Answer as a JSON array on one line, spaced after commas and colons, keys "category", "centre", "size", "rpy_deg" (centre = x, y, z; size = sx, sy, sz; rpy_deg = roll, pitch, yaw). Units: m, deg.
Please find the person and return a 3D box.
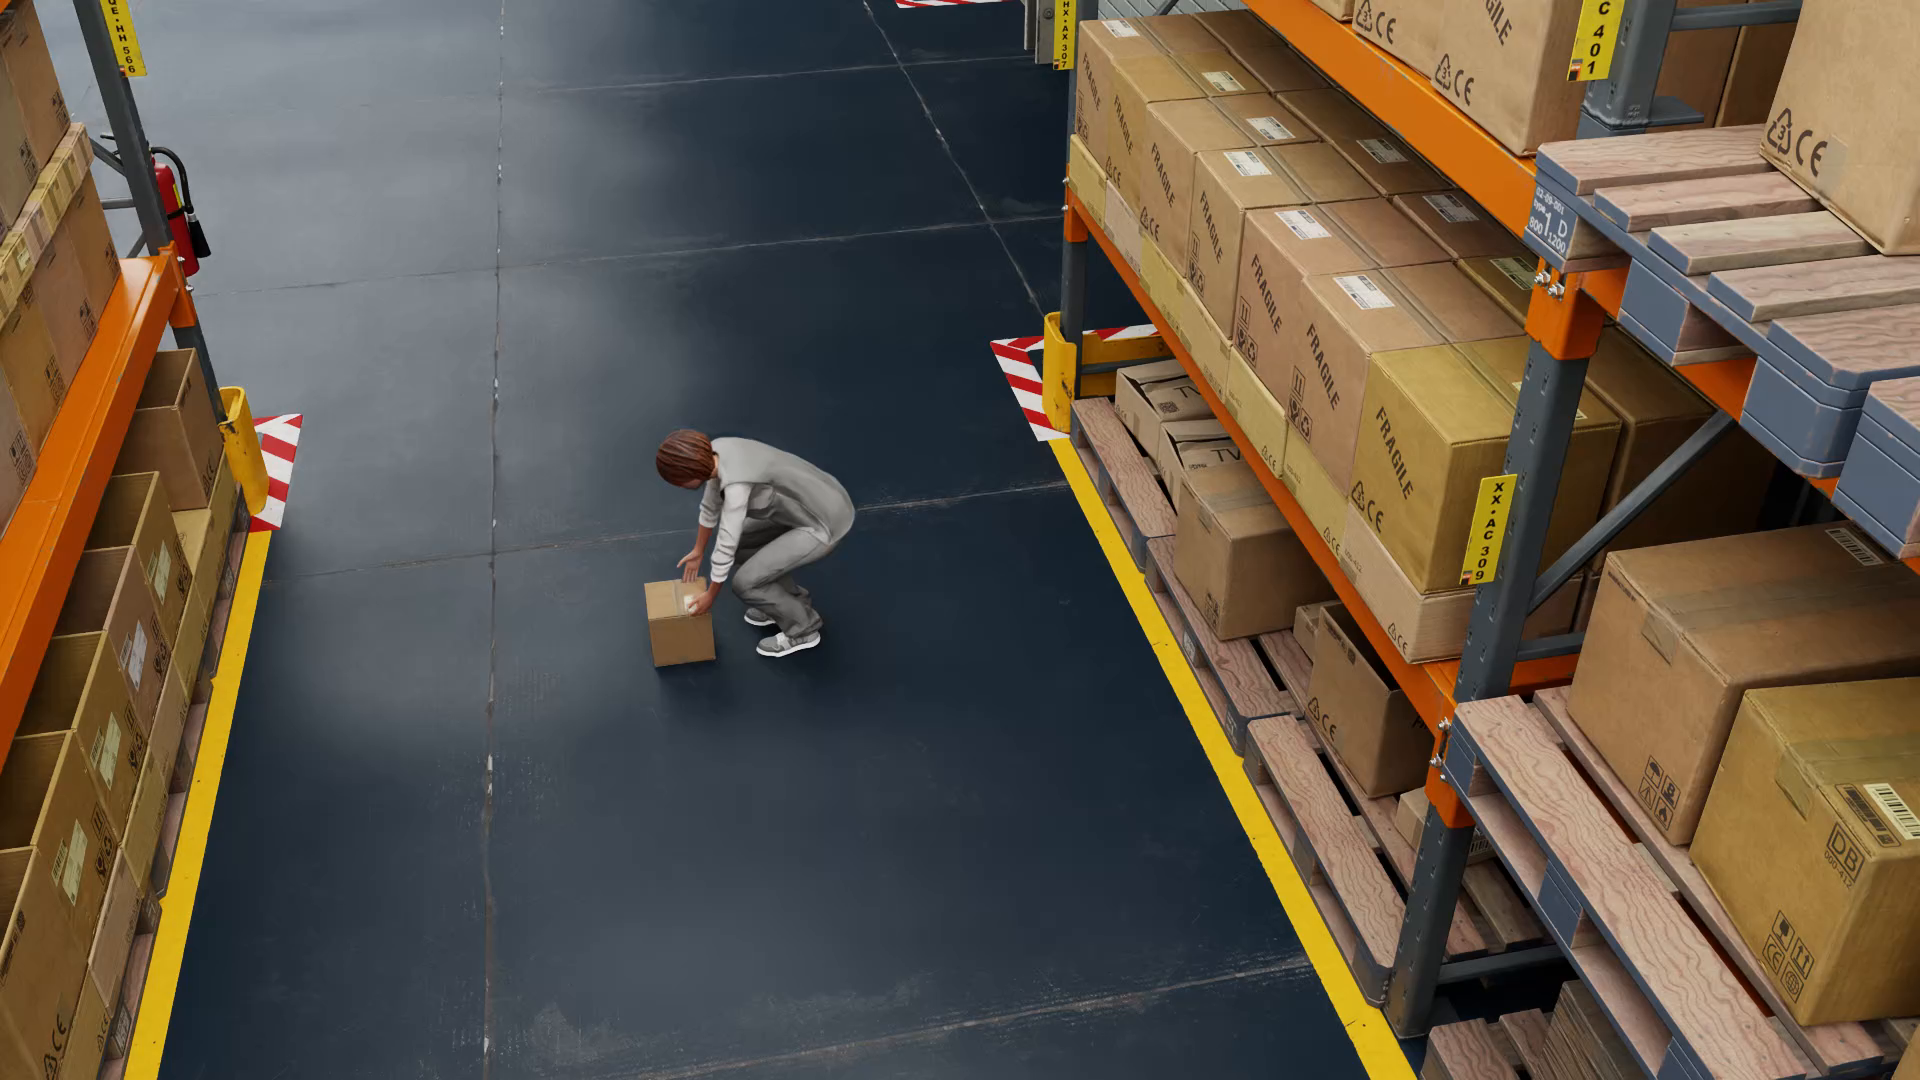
[{"category": "person", "centre": [-0.792, -0.009, 6.660], "size": [0.761, 1.035, 0.456], "rpy_deg": [-7, 36, -10]}]
